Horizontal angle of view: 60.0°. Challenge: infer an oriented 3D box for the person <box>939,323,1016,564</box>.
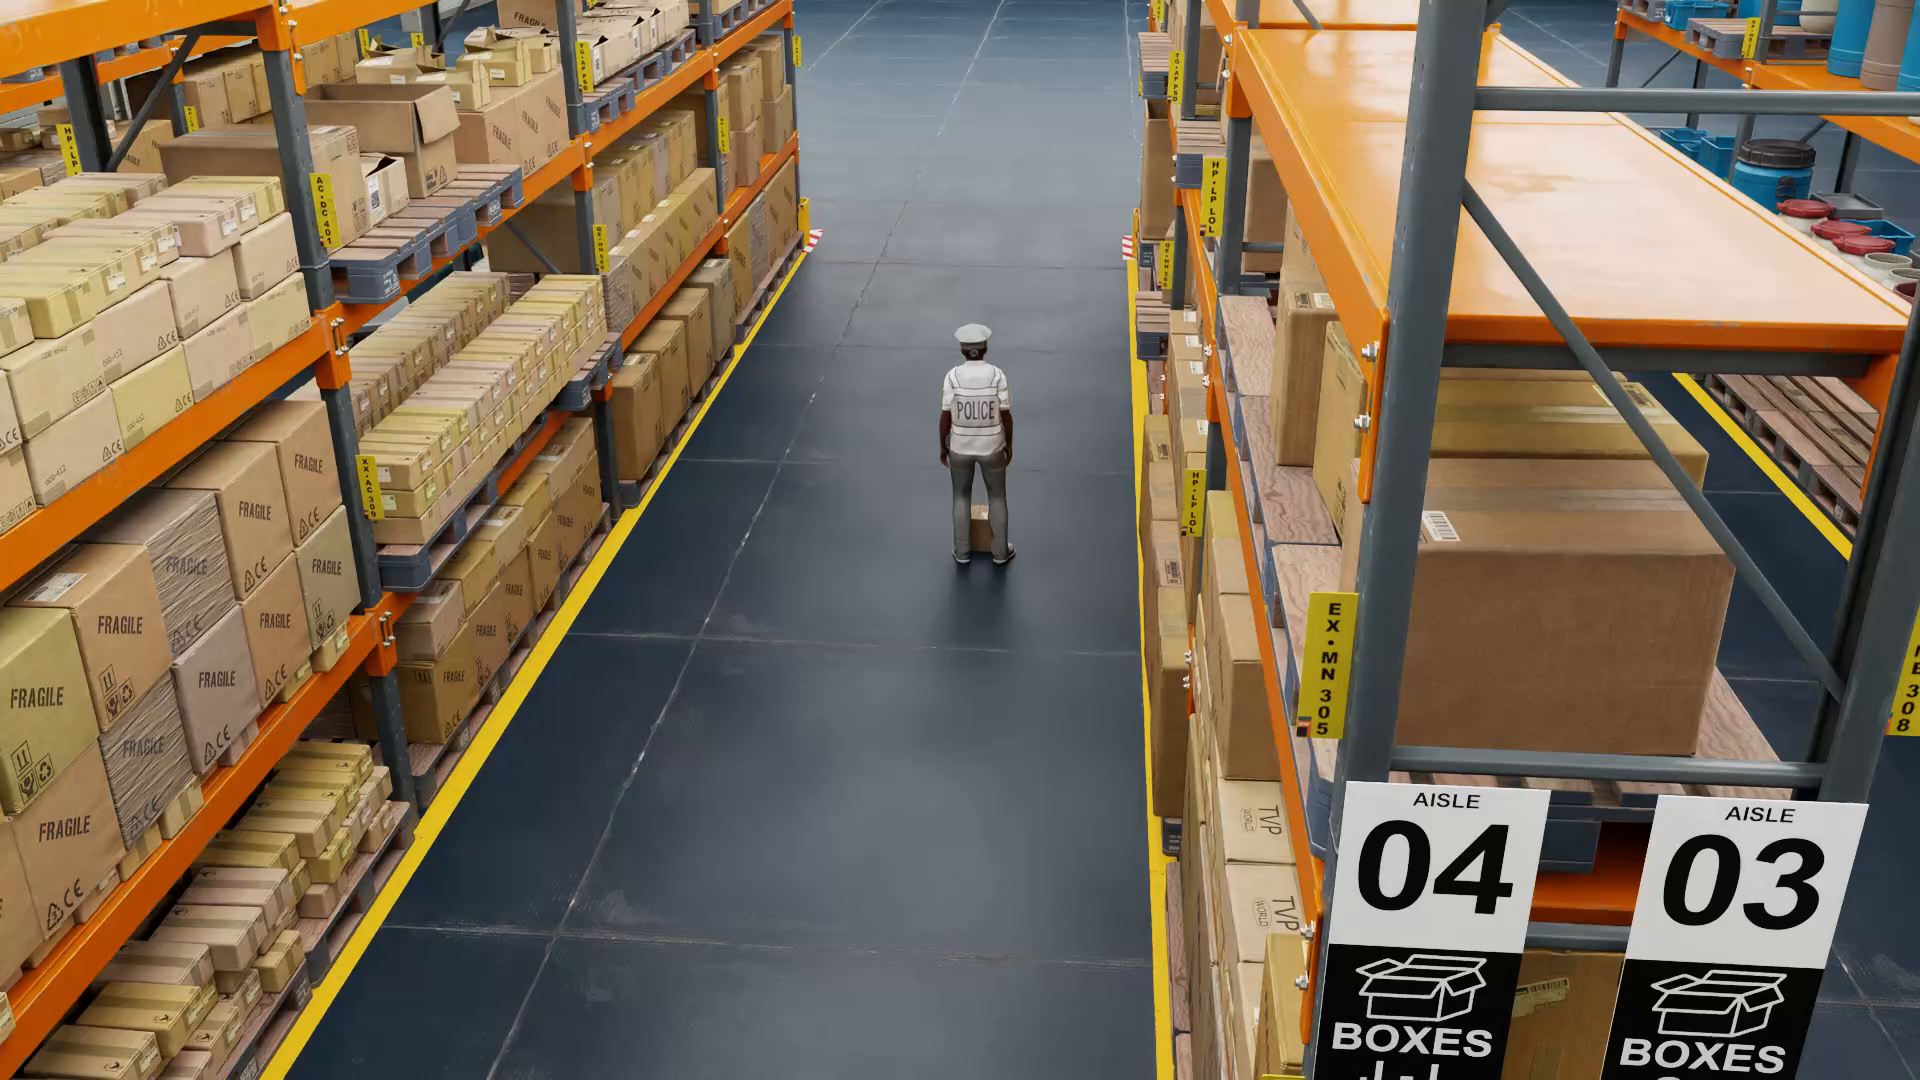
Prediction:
[{"bbox_3d":[0.125,-0.628,11.354,0.532,1.663,0.392,1,25,1],"label":"person"}]
